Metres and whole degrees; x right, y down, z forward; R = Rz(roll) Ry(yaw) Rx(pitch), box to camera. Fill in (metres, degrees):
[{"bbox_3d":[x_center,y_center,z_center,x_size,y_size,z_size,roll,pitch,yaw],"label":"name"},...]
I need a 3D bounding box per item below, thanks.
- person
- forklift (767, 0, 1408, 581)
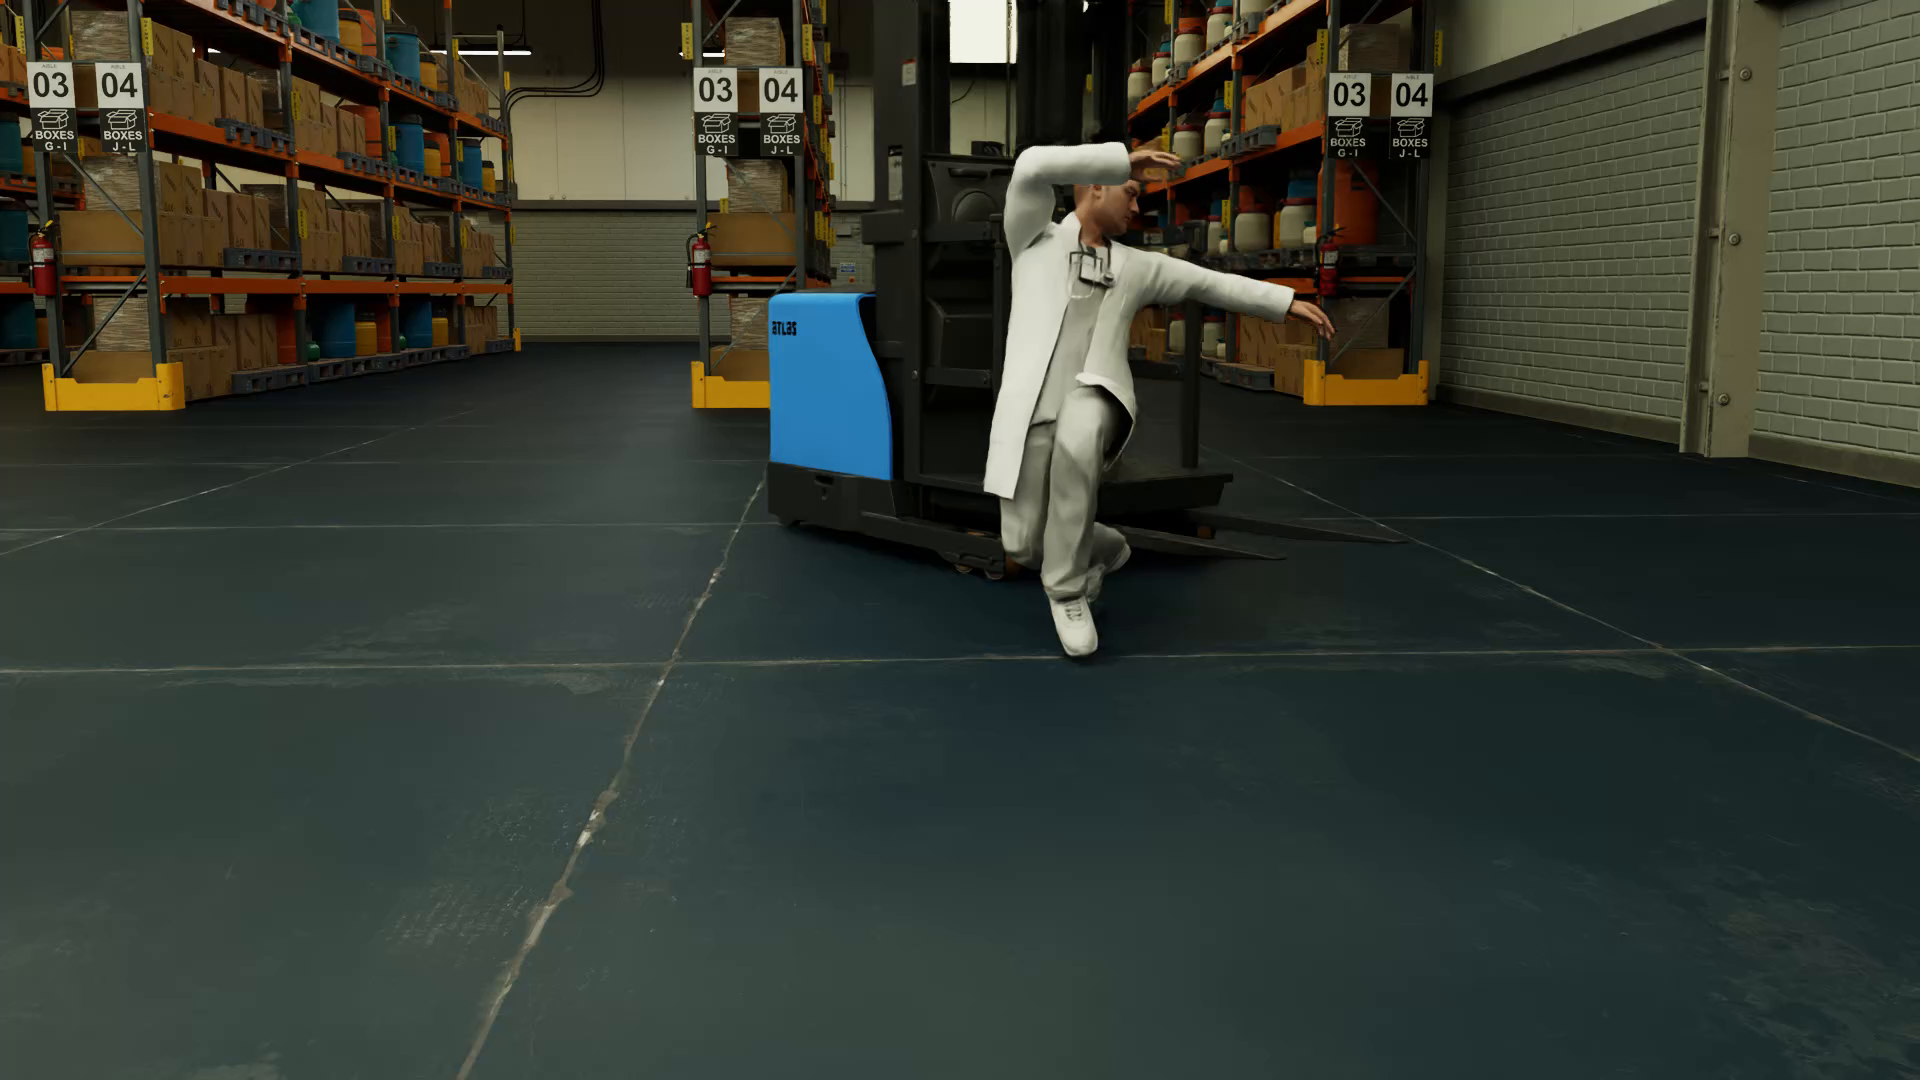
[{"bbox_3d":[0.615,-0.460,5.147,1.104,1.492,0.982,1,9,9],"label":"person"},{"bbox_3d":[0.392,-1.377,6.603,1.130,2.935,3.031,-6,10,-36],"label":"forklift"}]
